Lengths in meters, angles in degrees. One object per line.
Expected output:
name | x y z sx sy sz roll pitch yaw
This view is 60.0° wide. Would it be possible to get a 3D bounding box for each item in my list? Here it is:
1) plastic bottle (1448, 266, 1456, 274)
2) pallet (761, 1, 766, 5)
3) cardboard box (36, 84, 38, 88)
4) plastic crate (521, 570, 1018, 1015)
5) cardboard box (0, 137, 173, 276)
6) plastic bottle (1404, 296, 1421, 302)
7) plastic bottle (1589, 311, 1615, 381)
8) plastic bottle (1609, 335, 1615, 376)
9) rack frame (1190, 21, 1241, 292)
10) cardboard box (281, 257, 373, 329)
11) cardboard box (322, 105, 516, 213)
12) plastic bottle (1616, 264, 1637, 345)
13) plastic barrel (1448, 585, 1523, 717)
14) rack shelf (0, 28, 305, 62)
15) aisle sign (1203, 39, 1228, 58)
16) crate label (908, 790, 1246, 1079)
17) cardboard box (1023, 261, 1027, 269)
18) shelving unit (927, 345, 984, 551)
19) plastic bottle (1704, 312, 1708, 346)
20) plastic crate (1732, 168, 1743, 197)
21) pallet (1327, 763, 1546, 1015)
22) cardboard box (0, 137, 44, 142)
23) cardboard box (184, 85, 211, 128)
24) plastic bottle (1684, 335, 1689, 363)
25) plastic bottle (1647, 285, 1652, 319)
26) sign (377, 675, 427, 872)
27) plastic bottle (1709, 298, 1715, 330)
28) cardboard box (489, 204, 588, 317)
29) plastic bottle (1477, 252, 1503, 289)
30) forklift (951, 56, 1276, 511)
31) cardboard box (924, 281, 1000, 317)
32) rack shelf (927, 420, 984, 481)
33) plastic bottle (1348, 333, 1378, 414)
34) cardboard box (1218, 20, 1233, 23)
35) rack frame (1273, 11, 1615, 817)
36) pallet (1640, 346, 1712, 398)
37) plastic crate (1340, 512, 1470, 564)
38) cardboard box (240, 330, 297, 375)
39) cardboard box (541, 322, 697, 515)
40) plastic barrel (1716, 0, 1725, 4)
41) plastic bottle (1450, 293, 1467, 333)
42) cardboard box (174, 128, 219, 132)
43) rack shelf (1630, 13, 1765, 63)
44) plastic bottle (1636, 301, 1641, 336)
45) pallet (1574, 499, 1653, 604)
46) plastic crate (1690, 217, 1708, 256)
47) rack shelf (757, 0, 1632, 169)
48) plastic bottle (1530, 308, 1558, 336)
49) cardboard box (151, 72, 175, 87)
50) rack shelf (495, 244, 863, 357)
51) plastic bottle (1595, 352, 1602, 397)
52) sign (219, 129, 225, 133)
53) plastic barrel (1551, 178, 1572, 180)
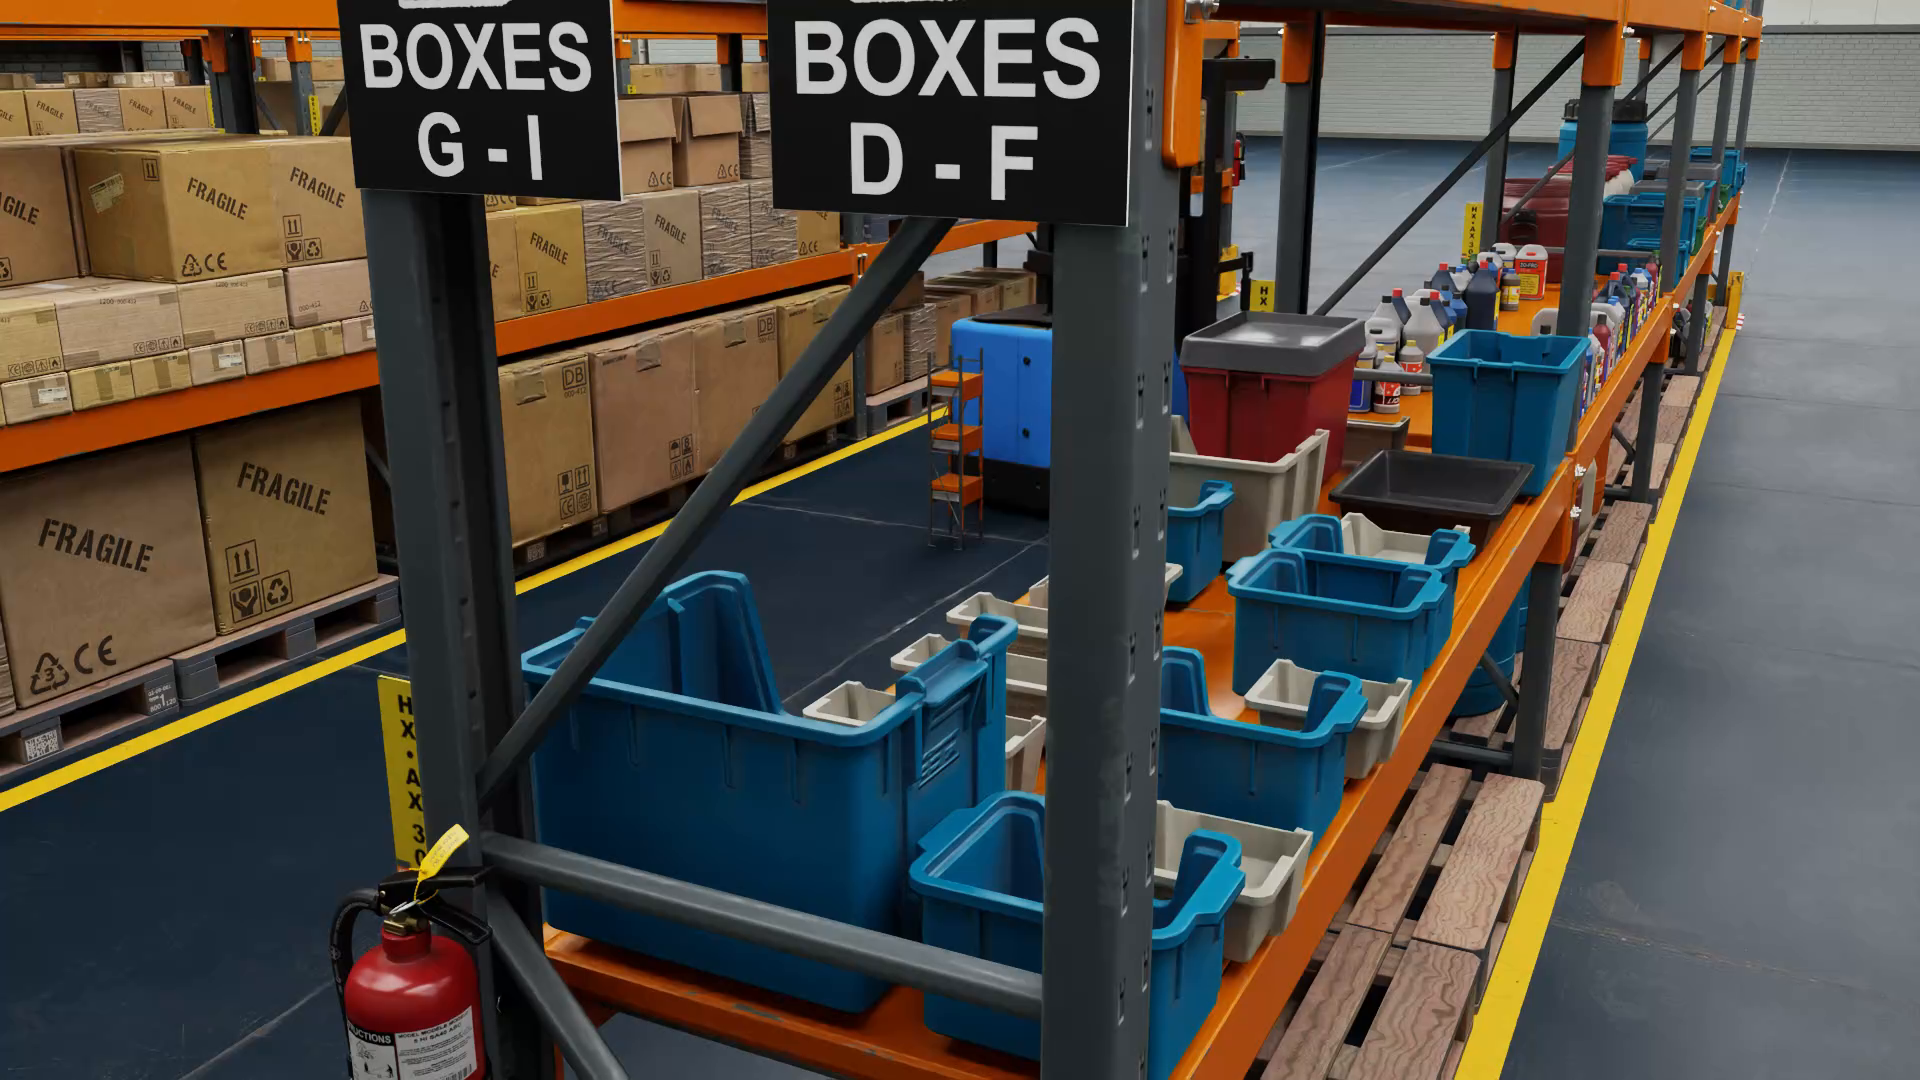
plastic bottle | 2.283 -1.133 7.774 0.061 0.283 0.133 8 18 25
pallet | -1.349 -3.353 10.108 1.213 0.211 1.003 9 19 28
cardboard box | -12.079 -5.776 21.364 0.380 0.149 0.250 8 18 24
plastic crate | -0.269 0.337 2.455 0.616 0.435 0.499 8 18 25
cardboard box | -3.565 -1.374 6.805 0.500 0.500 0.500 8 18 25
plastic bottle | 1.871 -0.865 6.887 0.152 0.276 0.135 8 18 25
plastic bottle | 2.497 -0.773 6.577 0.152 0.276 0.135 8 18 25
plastic bottle | 2.573 -0.763 6.675 0.097 0.201 0.097 0 17 0
rack frame | 2.466 -4.214 17.944 1.000 3.000 0.127 8 18 25
cardboard box | -2.858 -1.082 7.141 0.500 0.250 0.500 8 18 24
cardboard box | -2.618 -1.850 8.047 0.797 0.503 0.637 8 18 24
plastic bottle | 2.905 -1.039 7.340 0.144 0.351 0.185 8 18 25
plastic barrel | 1.794 0.141 6.230 0.600 0.901 0.708 8 18 25
rack shelf | -6.394 -3.417 11.255 1.077 0.370 4.000 8 18 25
aisle sign | 2.763 -5.438 17.498 0.394 0.787 0.004 8 18 25
crate label | 0.153 0.522 2.187 0.416 0.233 0.303 8 18 25
cardboard box | 0.894 -2.295 15.136 0.500 0.500 0.500 7 18 24
shelving unit | -0.024 -0.490 8.829 0.215 1.050 0.252 8 18 25
plastic bottle | 6.037 -1.711 13.516 0.061 0.283 0.133 9 19 28
plastic crate | 6.646 -3.182 14.732 0.499 0.251 0.408 8 18 25
pallet | 1.242 1.002 5.281 1.003 0.211 1.213 8 18 25
cardboard box | -6.581 -2.708 11.532 0.380 0.149 0.250 8 18 25
cardboard box | -8.188 -4.701 18.148 0.500 0.500 0.500 8 18 24
plastic bottle | 5.645 -1.493 12.803 0.097 0.271 0.097 0 17 0
plastic bottle | 3.309 -1.183 8.088 0.097 0.201 0.097 0 17 0
sign | -0.751 0.347 2.300 0.100 0.325 0.005 8 18 25
plastic bottle | 6.433 -1.937 14.276 0.061 0.283 0.133 9 19 27
cardboard box | -2.243 -1.419 8.358 0.500 0.500 0.500 8 18 25
plastic bottle | 2.633 -1.300 8.350 0.152 0.276 0.135 8 18 25
forklift | 1.204 -1.885 10.222 1.130 2.935 3.031 12 20 34
cardboard box | -0.094 -1.792 13.409 0.700 0.500 0.500 6 18 21
rack shelf | -0.024 -0.479 8.832 0.215 0.259 0.240 8 18 25
plastic bottle | 1.422 -0.609 6.025 0.152 0.276 0.135 8 18 25
cardboard box | 2.478 -5.425 17.016 0.500 0.250 0.500 9 19 27
rack frame | 1.535 -0.527 5.531 1.000 3.000 0.127 8 18 25
pallet | 5.447 -1.394 13.347 1.003 0.211 1.213 8 18 25
plastic crate | 1.026 0.052 3.938 0.293 0.136 0.466 8 18 25
cardboard box | -2.968 -0.787 6.846 0.380 0.149 0.250 8 18 24
cardboard box | -2.229 -0.733 9.220 1.225 0.875 0.875 7 18 23
plastic barrel | 4.176 -3.538 9.646 0.600 0.830 0.708 8 18 25
plastic bottle | 2.095 -0.911 7.049 0.097 0.271 0.097 0 17 0
cardboard box | -5.882 -3.105 12.869 0.380 0.149 0.250 8 18 25
rack shelf | 6.004 -4.168 13.783 1.077 0.370 4.000 8 18 25
plastic bottle | 3.048 -1.034 7.587 0.097 0.201 0.097 0 17 0
pallet | 3.008 -0.003 8.665 1.003 0.211 1.213 8 18 25
plastic crate | 4.584 -1.984 10.808 0.450 0.188 0.662 8 18 25
rack shelf | 0.642 -1.111 3.492 1.077 0.370 4.000 8 18 25
plastic bottle | 2.361 -0.792 6.642 0.152 0.276 0.135 8 18 25
cardboard box | -8.487 -4.835 17.461 0.380 0.149 0.250 8 18 24
rack shelf | -2.002 -1.322 9.471 1.077 0.370 4.000 8 18 25
plastic bottle | 2.366 -0.646 6.278 0.097 0.201 0.097 0 17 0
sign | -3.385 -1.741 7.723 0.100 0.325 0.005 8 18 25
plastic barrel | 3.591 -1.889 9.919 0.421 0.512 0.421 0 17 0
